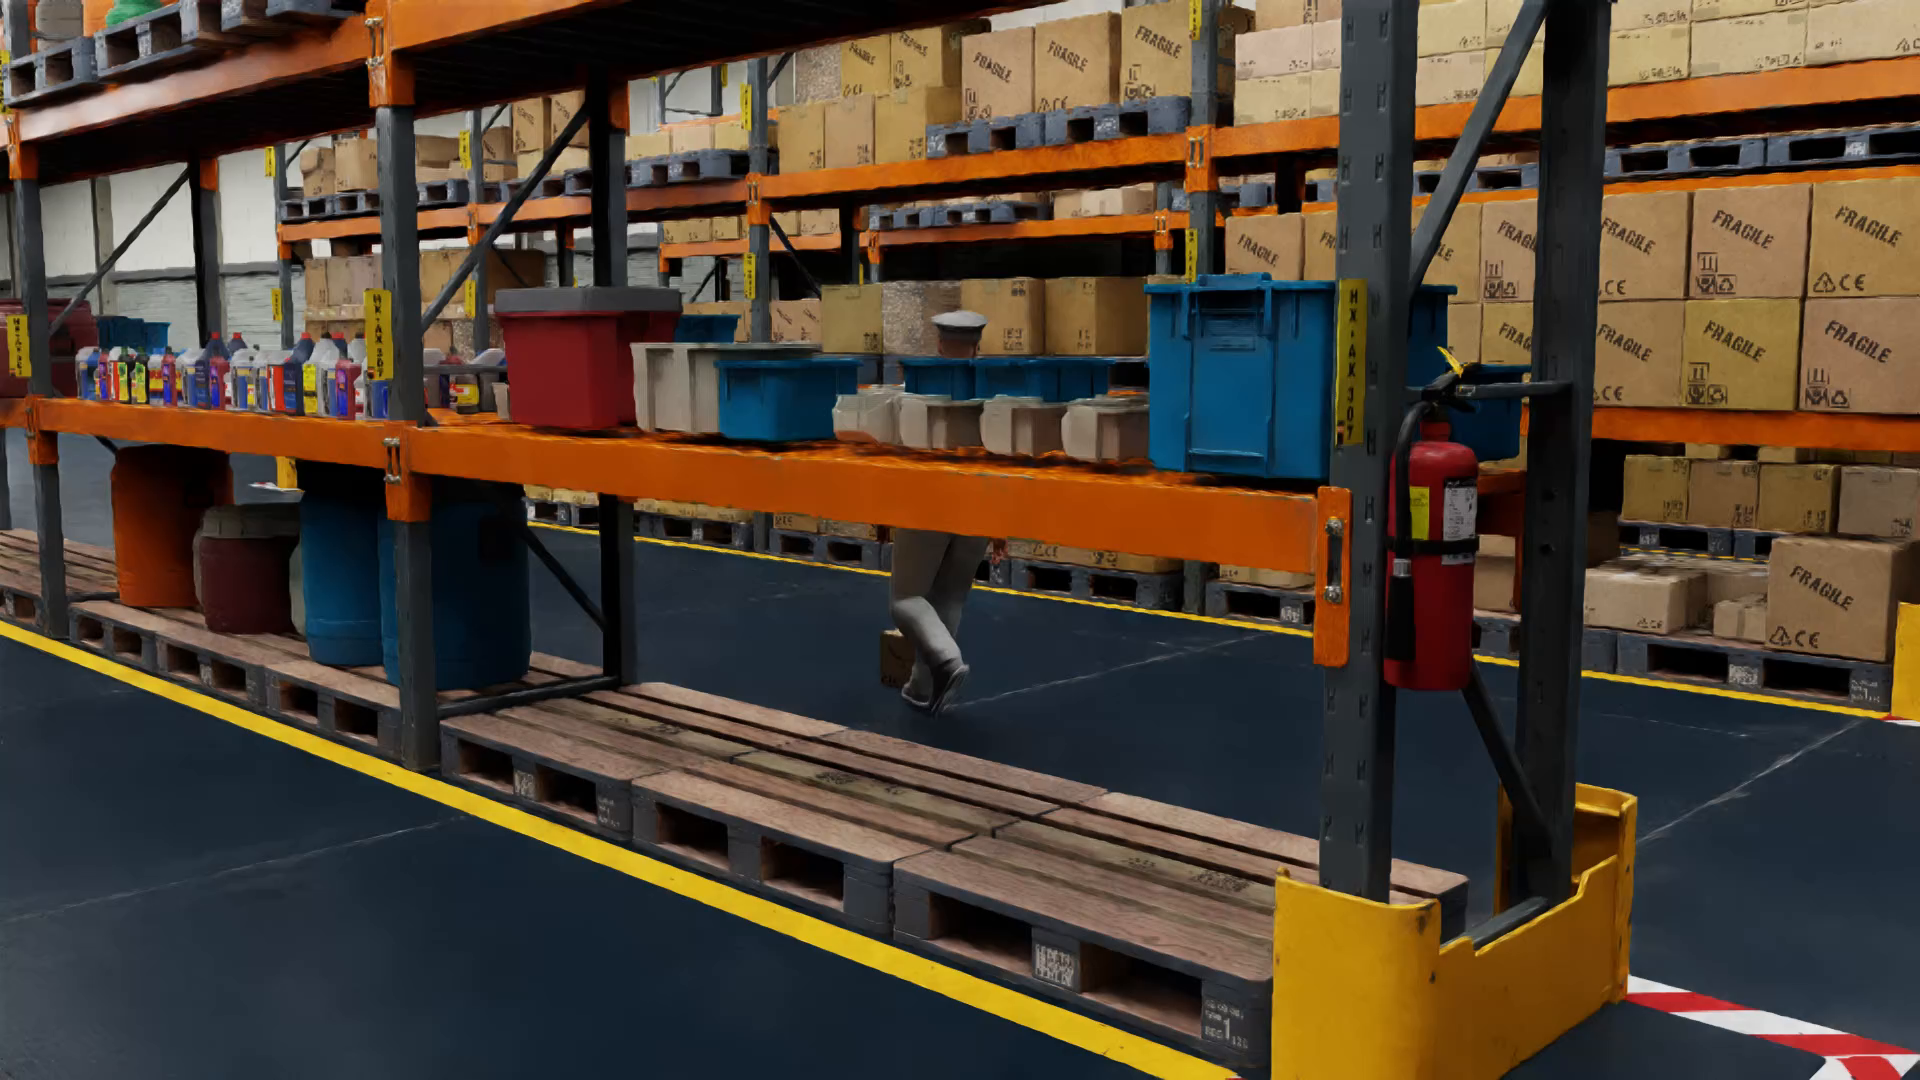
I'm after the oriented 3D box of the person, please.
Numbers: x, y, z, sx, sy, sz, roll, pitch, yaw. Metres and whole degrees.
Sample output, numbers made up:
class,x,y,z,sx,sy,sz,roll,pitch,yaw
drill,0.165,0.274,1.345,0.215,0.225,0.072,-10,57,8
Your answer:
class,x,y,z,sx,sy,sz,roll,pitch,yaw
person,-0.050,-0.107,7.092,0.546,1.719,0.817,-2,7,-16
